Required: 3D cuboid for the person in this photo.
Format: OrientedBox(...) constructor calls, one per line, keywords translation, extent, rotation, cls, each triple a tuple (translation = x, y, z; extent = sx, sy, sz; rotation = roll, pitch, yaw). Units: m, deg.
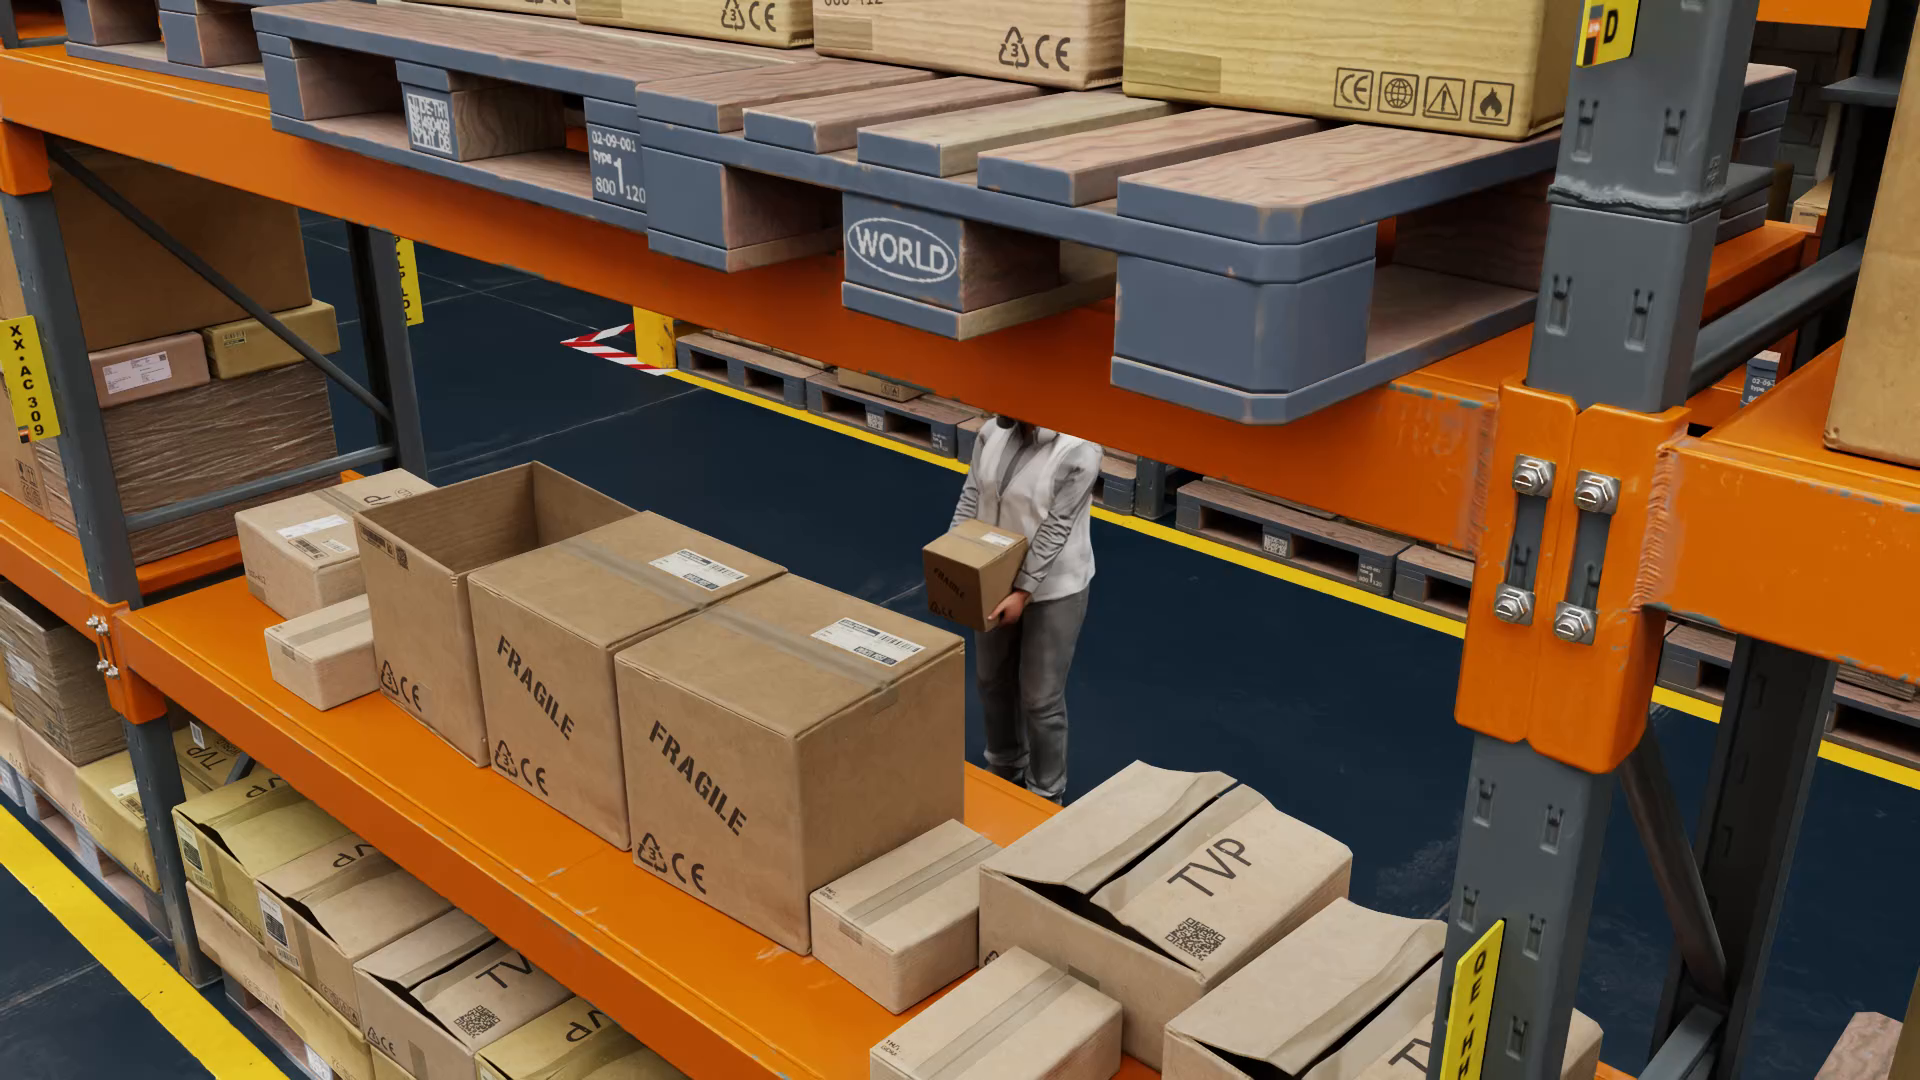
OrientedBox(translation=(0.194, 0.170, 5.688), extent=(0.495, 1.772, 0.558), rotation=(20, 30, 37), cls="person")
